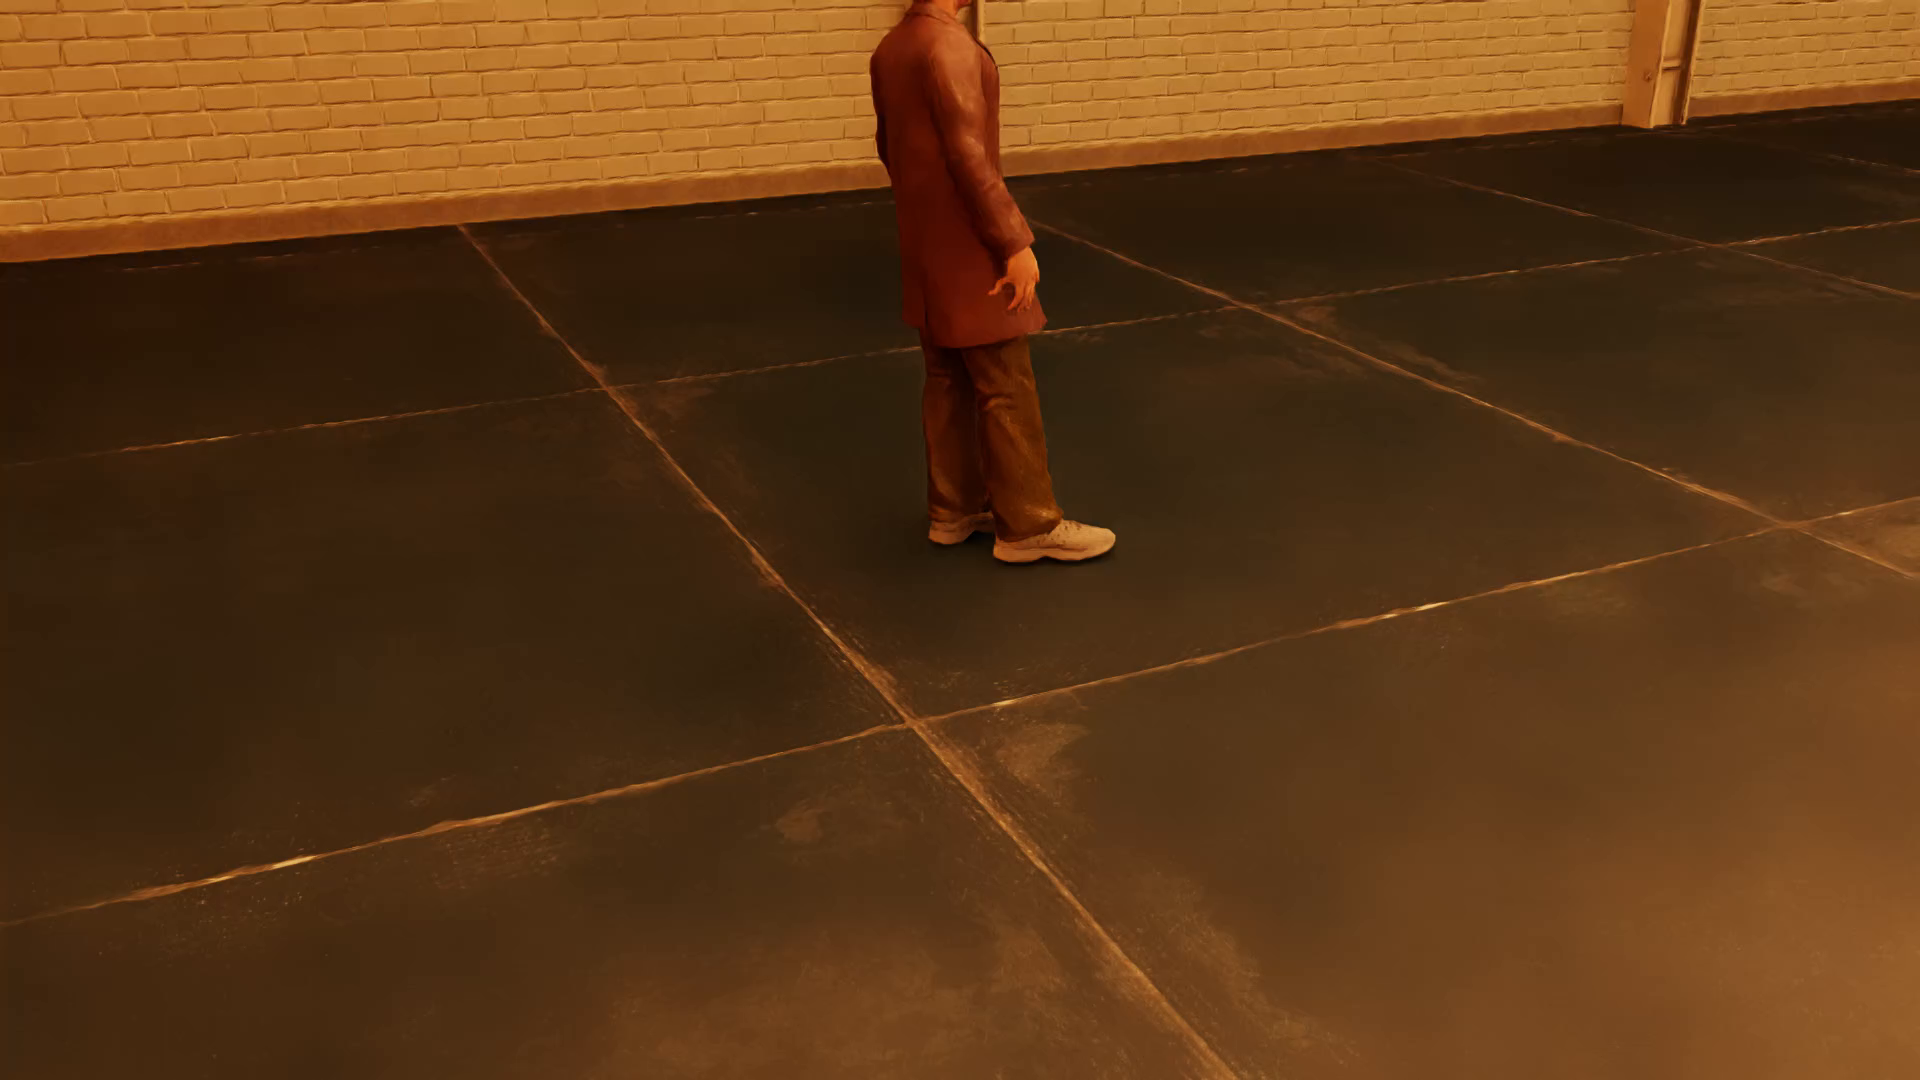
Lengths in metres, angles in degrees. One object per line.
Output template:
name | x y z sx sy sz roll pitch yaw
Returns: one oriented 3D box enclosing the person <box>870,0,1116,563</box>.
person | 0.085 -0.840 4.795 0.580 1.776 0.694 -10 25 -23
